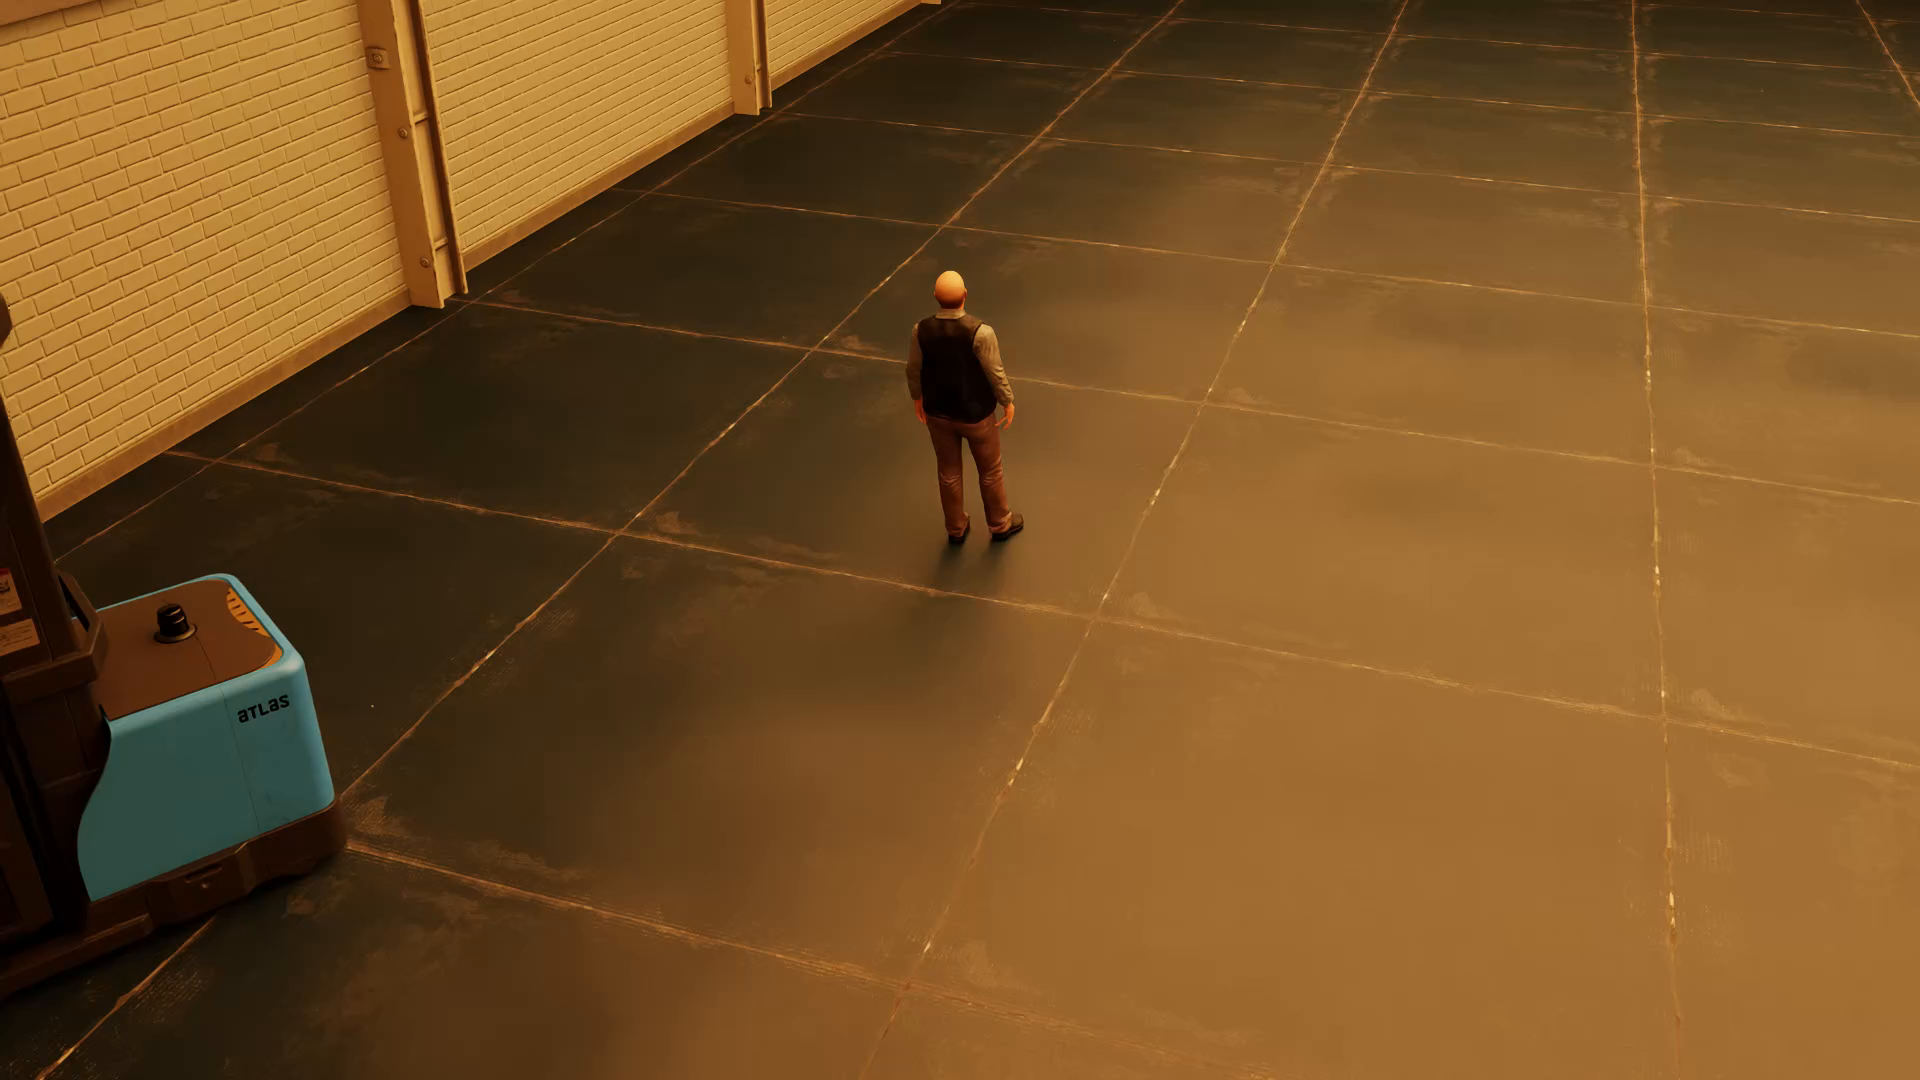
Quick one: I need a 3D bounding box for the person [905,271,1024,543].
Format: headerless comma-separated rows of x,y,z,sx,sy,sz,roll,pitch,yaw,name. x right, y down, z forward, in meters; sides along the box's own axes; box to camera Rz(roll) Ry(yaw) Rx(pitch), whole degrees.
0.028,-0.782,9.715,0.632,1.720,0.568,10,31,16,person

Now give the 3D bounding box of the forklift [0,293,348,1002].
-4.251,0.432,6.378,3.031,2.935,1.130,-22,36,-33,forklift
